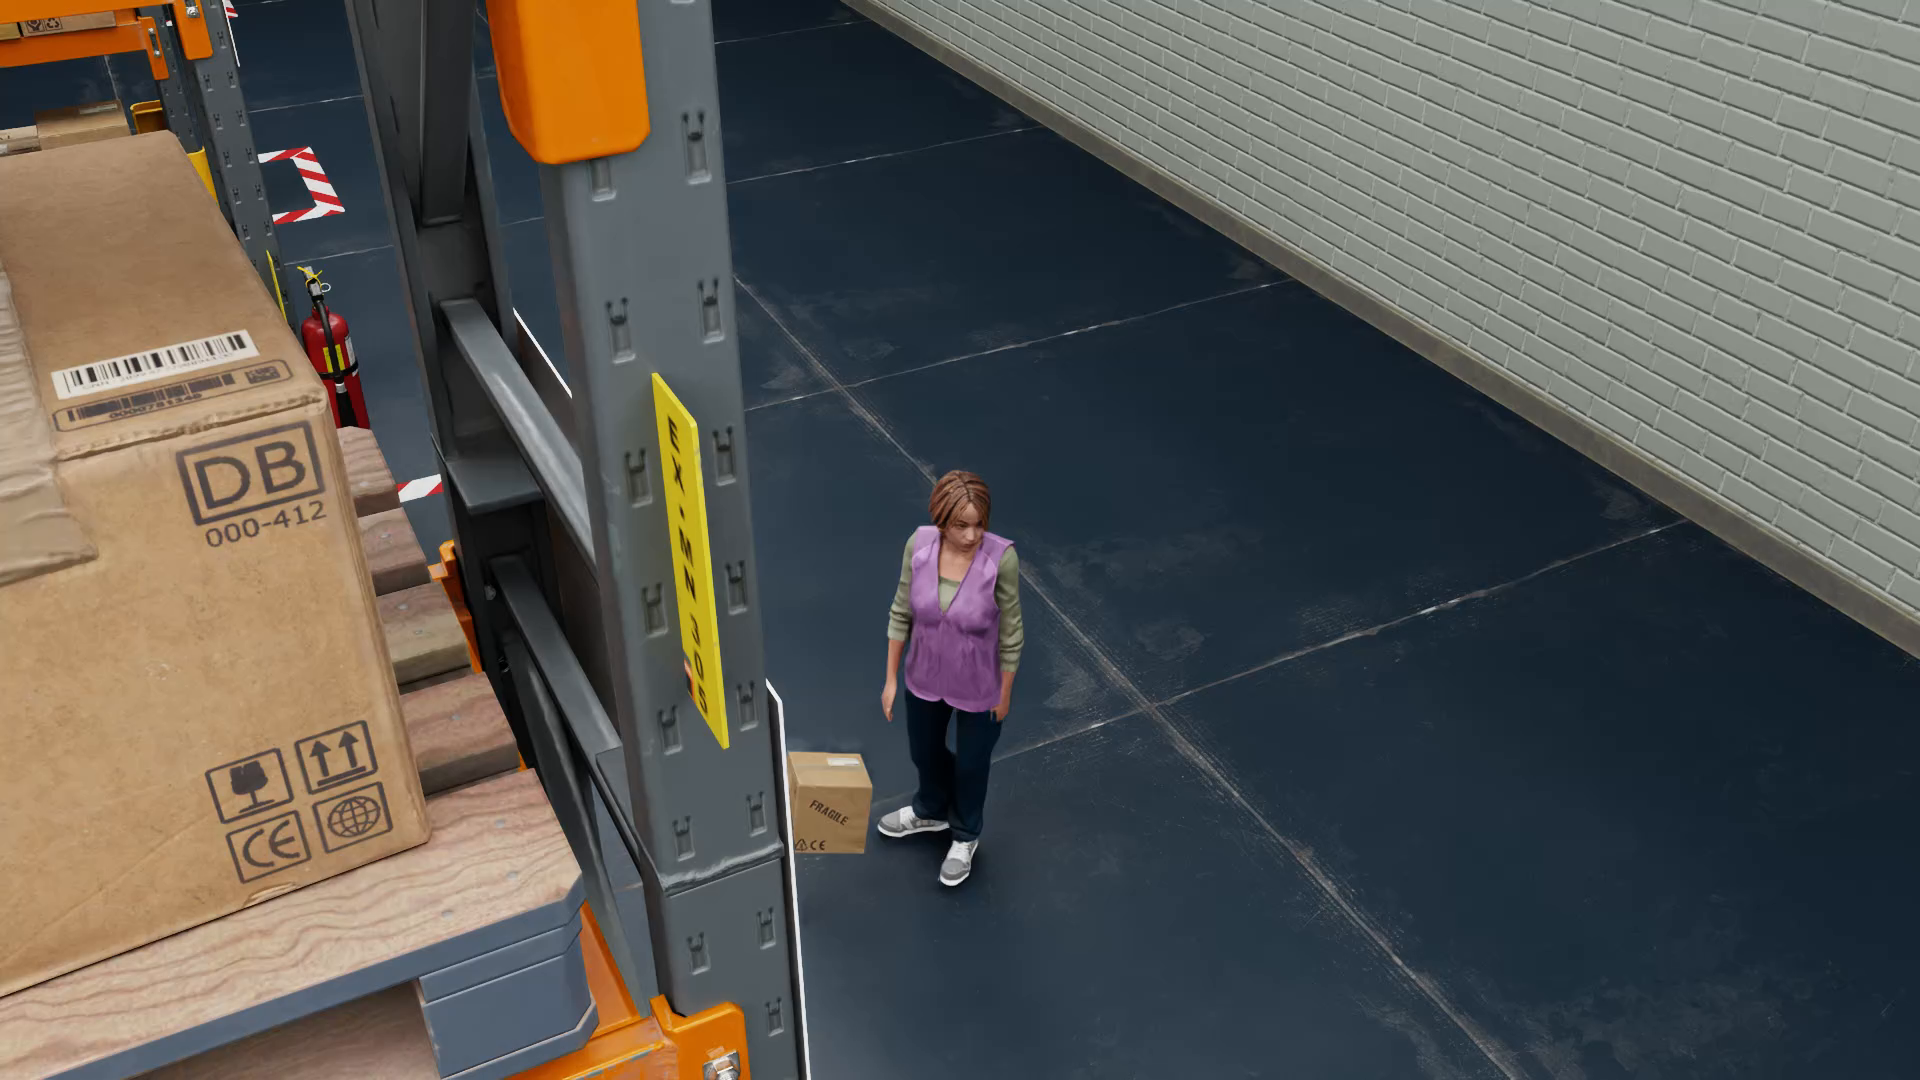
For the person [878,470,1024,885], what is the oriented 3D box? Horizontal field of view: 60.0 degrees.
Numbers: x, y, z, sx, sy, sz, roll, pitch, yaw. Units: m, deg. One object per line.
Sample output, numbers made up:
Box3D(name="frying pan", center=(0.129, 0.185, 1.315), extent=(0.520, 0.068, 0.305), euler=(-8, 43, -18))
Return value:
Box3D(name="person", center=(-0.060, 0.458, 5.432), extent=(0.549, 1.600, 0.363), euler=(12, 35, 18))
